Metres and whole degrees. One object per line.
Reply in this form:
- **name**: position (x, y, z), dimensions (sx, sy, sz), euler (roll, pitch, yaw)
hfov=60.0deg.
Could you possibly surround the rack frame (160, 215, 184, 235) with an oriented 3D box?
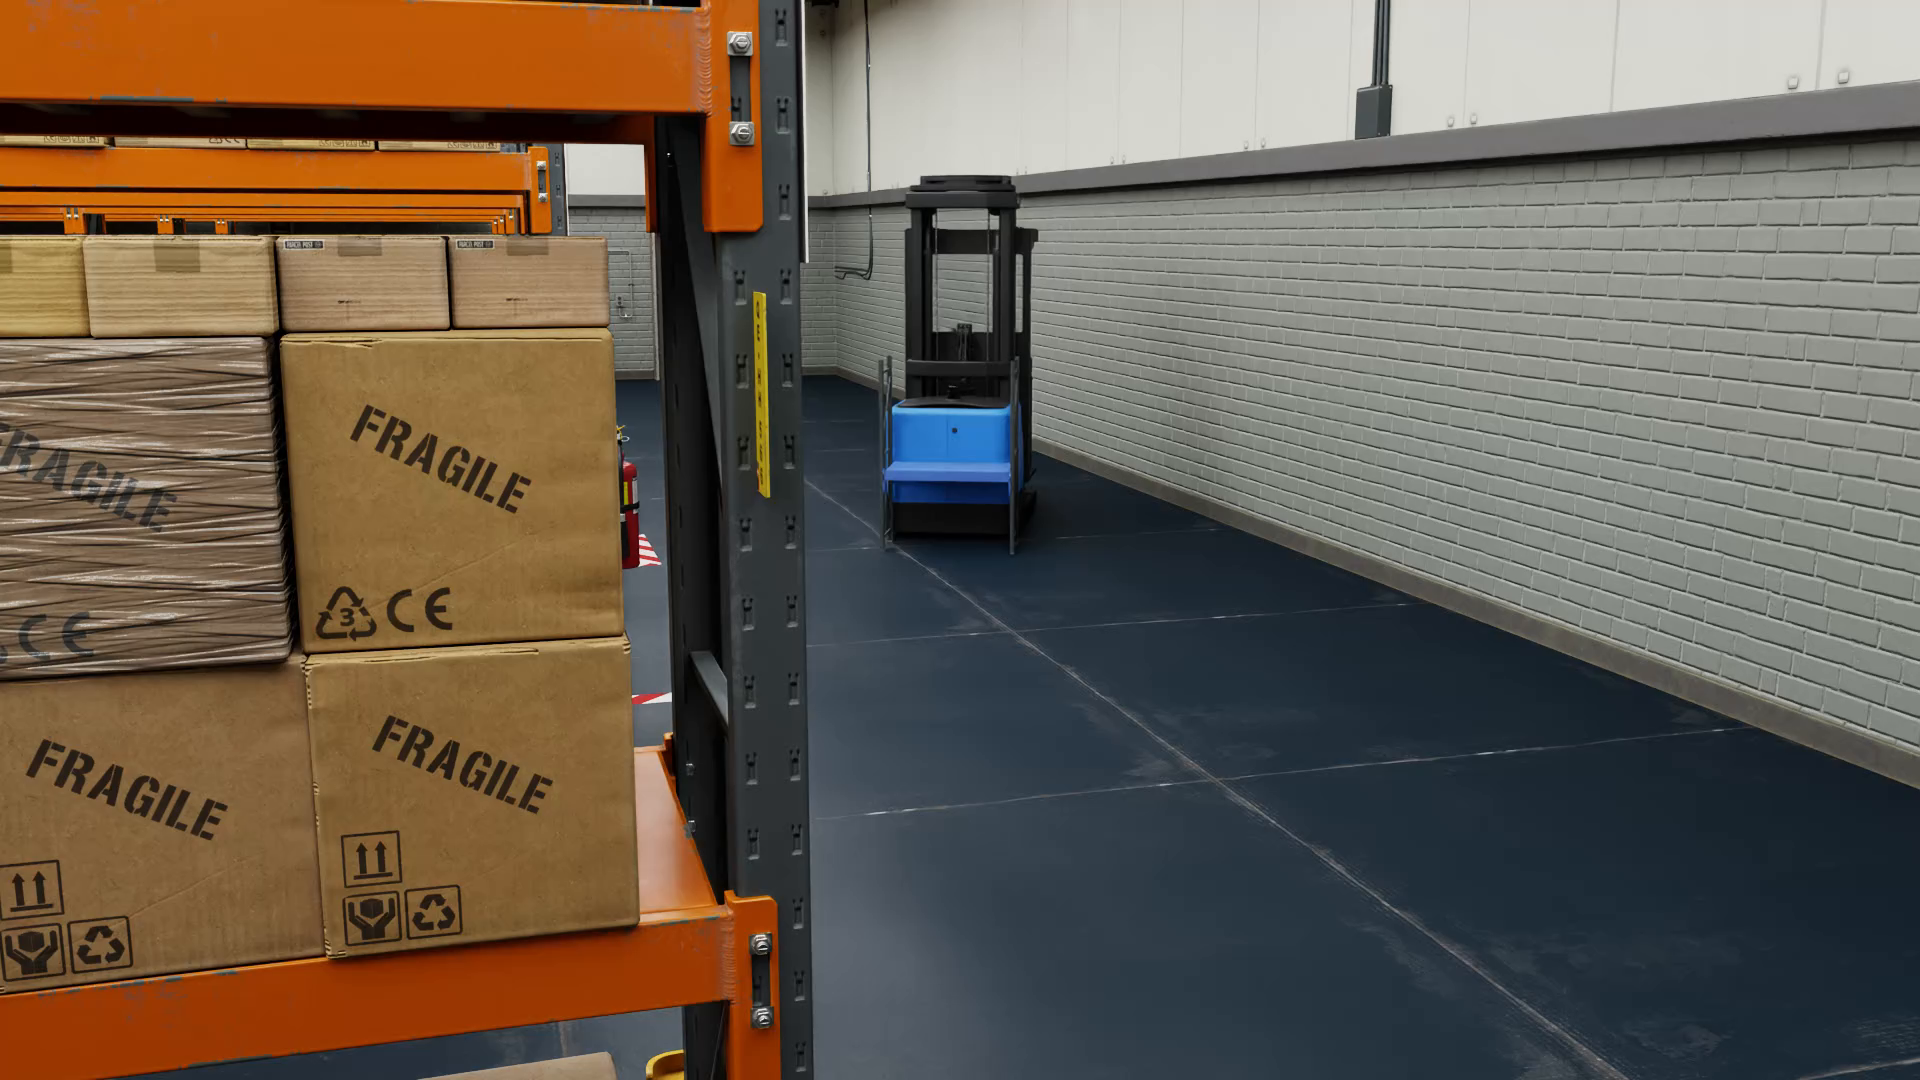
- **rack frame**: position (-9.835, -2.886, 20.940), dimensions (0.127, 3.000, 1.000), euler (-3, 11, -16)

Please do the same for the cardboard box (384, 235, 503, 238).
- **cardboard box**: position (-2.309, -1.120, 7.485), dimensions (0.500, 0.500, 0.500), euler (-3, 11, -17)

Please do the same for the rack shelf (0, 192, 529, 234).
- **rack shelf**: position (-5.149, -2.387, 11.928), dimensions (4.000, 0.370, 1.077), euler (-3, 11, -16)

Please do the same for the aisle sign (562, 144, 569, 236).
- **aisle sign**: position (-1.786, -1.729, 7.474), dimensions (0.004, 0.787, 0.394), euler (-3, 11, -16)

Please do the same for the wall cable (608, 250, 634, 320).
- **wall cable**: position (-6.417, -4.679, 27.869), dimensions (1.851, 1.984, 0.084), euler (-3, 11, -16)

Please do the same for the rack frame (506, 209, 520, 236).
- **rack frame**: position (-4.613, -2.227, 17.361), dimensions (0.127, 3.000, 1.000), euler (-3, 11, -16)

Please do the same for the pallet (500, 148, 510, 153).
- **pallet**: position (-3.938, -2.759, 12.207), dimensions (1.213, 0.211, 1.003), euler (-3, 11, -16)

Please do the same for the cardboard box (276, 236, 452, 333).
- **cardboard box**: position (-0.985, -0.434, 2.788), dimensions (0.250, 0.149, 0.380), euler (-3, 11, -15)

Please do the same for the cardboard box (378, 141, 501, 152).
- **cardboard box**: position (-2.302, -1.832, 7.340), dimensions (0.500, 0.250, 0.500), euler (-3, 11, -17)

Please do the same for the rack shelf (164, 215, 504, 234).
- **rack shelf**: position (-7.915, -4.109, 21.283), dimensions (4.000, 0.370, 1.077), euler (-3, 11, -16)

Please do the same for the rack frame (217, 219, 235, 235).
- **rack frame**: position (-11.223, -3.747, 25.616), dimensions (0.127, 3.000, 1.000), euler (-3, 11, -16)

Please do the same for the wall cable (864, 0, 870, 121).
- **wall cable**: position (-1.096, -7.611, 24.659), dimensions (0.112, 2.526, 3.097), euler (-3, 11, -16)

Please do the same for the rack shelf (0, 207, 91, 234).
- **rack shelf**: position (-10.374, -3.045, 15.505), dimensions (4.000, 0.370, 1.077), euler (-3, 11, -16)

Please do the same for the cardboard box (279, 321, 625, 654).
- **cardboard box**: position (-0.855, -0.119, 2.869), dimensions (0.500, 0.500, 0.500), euler (-3, 11, -14)

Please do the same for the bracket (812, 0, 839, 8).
- **bracket**: position (-2.259, -9.037, 27.836), dimensions (0.430, 0.232, 0.235), euler (-3, 11, -16)

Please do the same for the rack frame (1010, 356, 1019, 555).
- **rack frame**: position (0.427, -0.667, 13.027), dimensions (0.032, 1.500, 0.500), euler (1, 10, 6)

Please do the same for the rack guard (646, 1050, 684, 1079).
- **rack guard**: position (-0.436, 1.584, 3.559), dimensions (0.348, 0.500, 1.175), euler (-3, 11, -16)

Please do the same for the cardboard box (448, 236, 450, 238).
- **cardboard box**: position (-1.109, -0.508, 3.192), dimensions (0.250, 0.149, 0.380), euler (-3, 11, -15)

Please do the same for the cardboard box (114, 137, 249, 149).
- **cardboard box**: position (-3.270, -1.782, 7.069), dimensions (0.500, 0.250, 0.500), euler (-3, 11, -13)

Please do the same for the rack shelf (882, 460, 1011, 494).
- **rack shelf**: position (-0.079, -0.499, 13.109), dimensions (1.000, 0.185, 0.538), euler (1, 10, 6)

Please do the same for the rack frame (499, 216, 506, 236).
- **rack frame**: position (-5.994, -3.089, 22.039), dimensions (0.127, 3.000, 1.000), euler (-3, 11, -16)

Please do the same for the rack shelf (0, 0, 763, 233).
- **rack shelf**: position (-2.379, -0.664, 2.570), dimensions (4.000, 0.370, 1.077), euler (-3, 11, -16)

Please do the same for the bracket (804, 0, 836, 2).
- **bracket**: position (-2.826, -9.007, 27.674), dimensions (3.189, 0.066, 0.076), euler (-3, 11, -16)

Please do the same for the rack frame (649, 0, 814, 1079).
- **rack frame**: position (-0.458, 0.357, 3.323), dimensions (0.053, 2.616, 0.949), euler (-3, 11, -16)

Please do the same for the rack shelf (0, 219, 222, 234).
- **rack shelf**: position (-13.143, -4.767, 24.860), dimensions (4.000, 0.370, 1.077), euler (-3, 11, -16)

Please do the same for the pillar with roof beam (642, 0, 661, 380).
- **pillar with roof beam**: position (-3.828, -6.439, 23.667), dimensions (0.548, 9.000, 9.100), euler (-3, 11, -16)

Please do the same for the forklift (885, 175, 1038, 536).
- **forklift**: position (0.102, -1.699, 14.678), dimensions (1.130, 2.935, 3.031), euler (1, 11, 8)

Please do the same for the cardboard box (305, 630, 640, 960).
- **cardboard box**: position (-0.848, 0.378, 2.935), dimensions (0.500, 0.500, 0.500), euler (-3, 11, -16)

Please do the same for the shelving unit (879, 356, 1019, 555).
- **shelving unit**: position (-0.079, -0.676, 13.077), dimensions (1.048, 1.500, 0.538), euler (1, 10, 6)

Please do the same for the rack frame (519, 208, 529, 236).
- **rack frame**: position (-3.229, -1.366, 12.684), dimensions (0.127, 3.000, 1.000), euler (-3, 11, -16)

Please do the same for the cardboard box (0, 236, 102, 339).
- **cardboard box**: position (-1.462, -0.400, 2.607), dimensions (0.250, 0.149, 0.380), euler (-3, 11, -15)
